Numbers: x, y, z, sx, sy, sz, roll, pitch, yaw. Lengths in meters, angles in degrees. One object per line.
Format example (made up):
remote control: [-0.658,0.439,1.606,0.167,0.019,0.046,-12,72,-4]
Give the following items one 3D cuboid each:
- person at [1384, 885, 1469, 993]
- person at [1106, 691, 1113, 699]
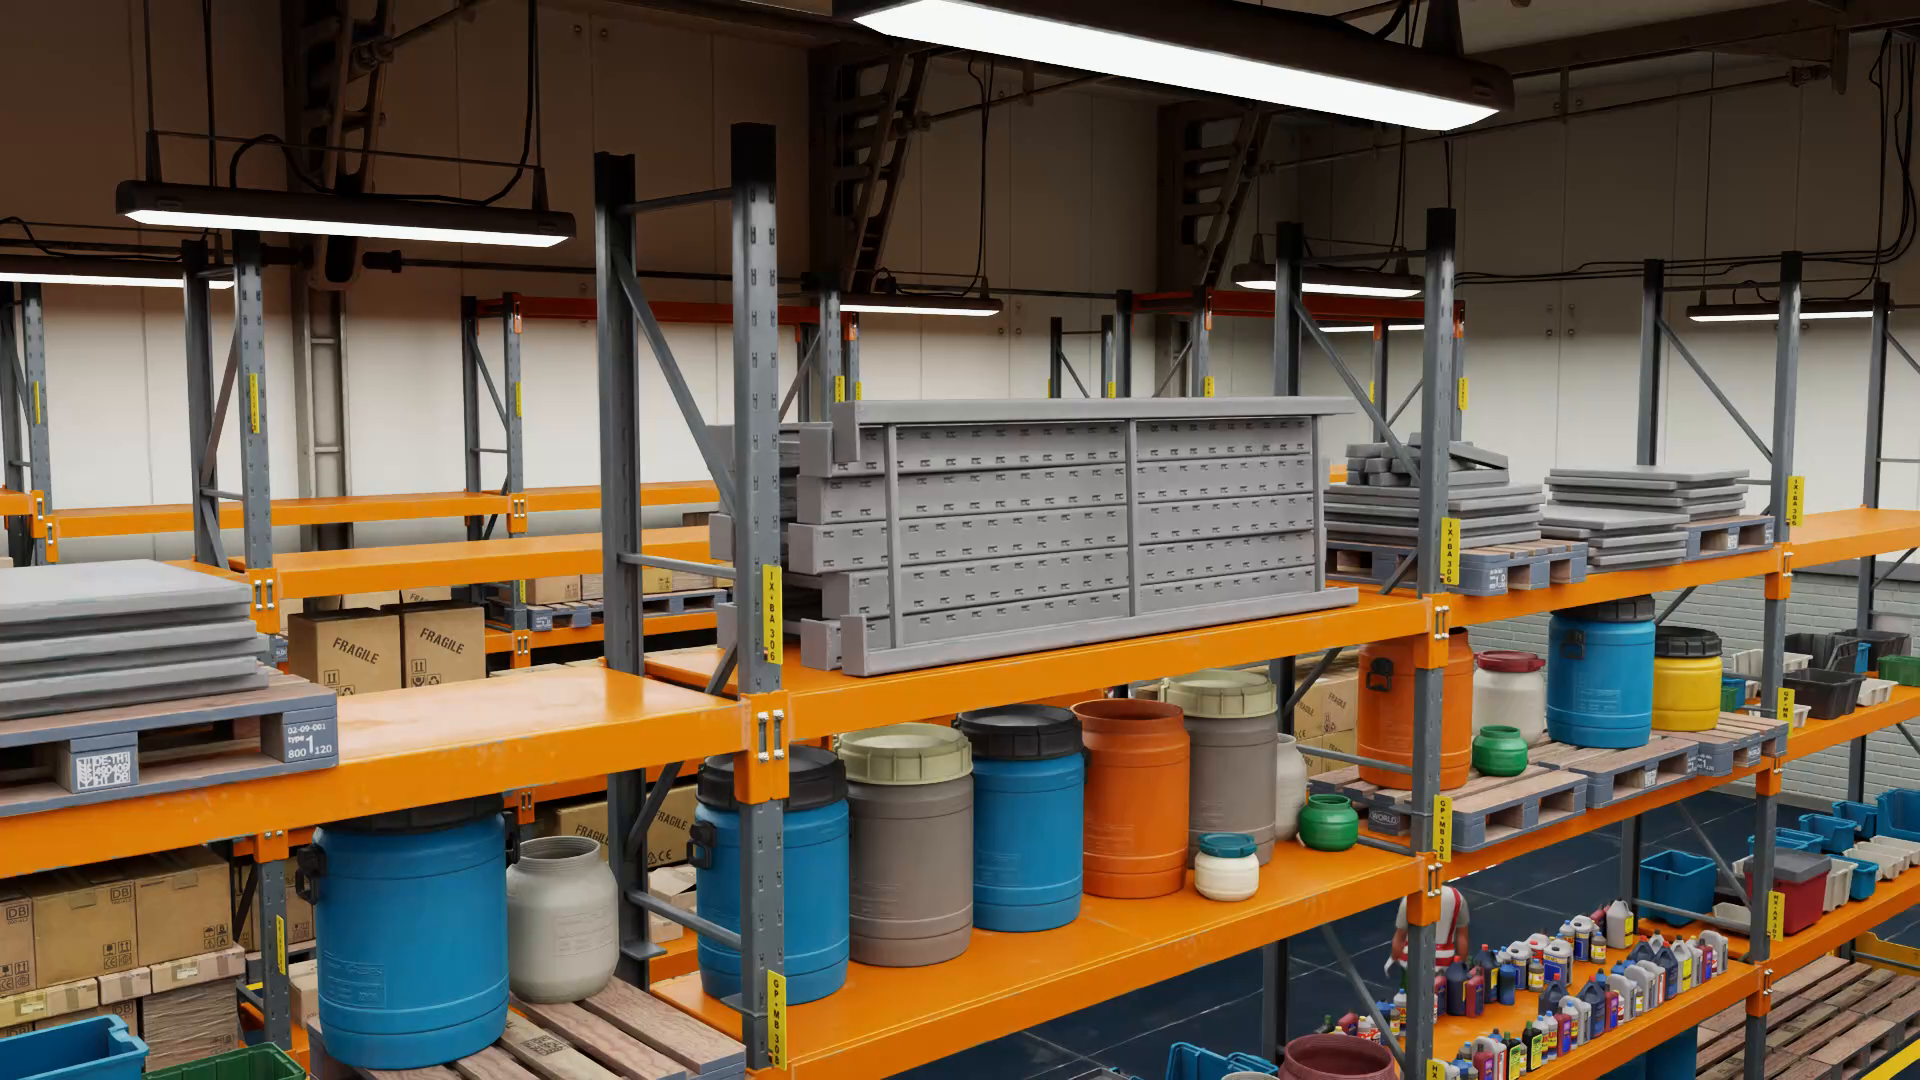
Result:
person: [3.399,3.134,12.136,0.589,1.827,0.478,1,6,15]
person: [1.601,2.549,18.304,0.629,1.792,0.610,-2,6,-25]
